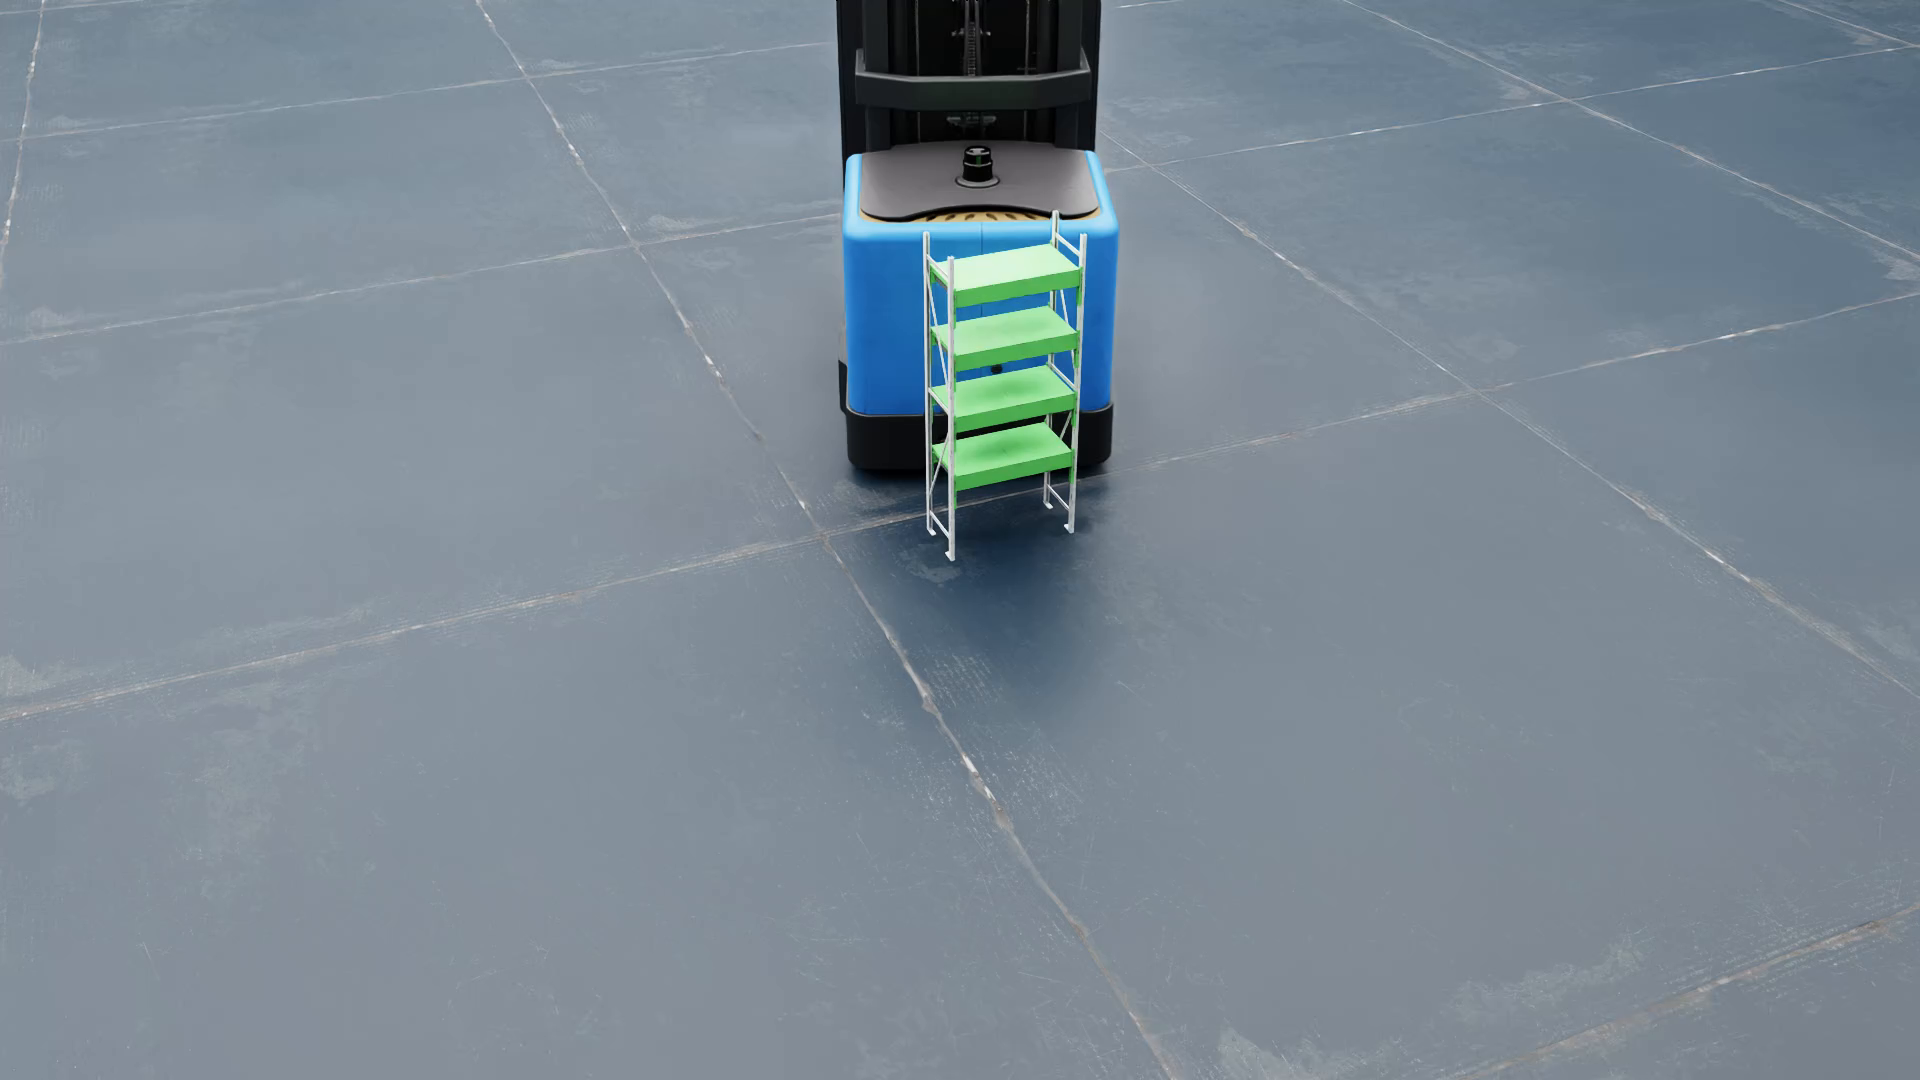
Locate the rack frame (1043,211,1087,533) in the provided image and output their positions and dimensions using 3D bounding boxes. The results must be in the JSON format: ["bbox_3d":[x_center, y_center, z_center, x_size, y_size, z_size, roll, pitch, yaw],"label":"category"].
[{"bbox_3d":[0.378,-0.589,6.056,0.015,1.200,0.240,-13,35,-19],"label":"rack frame"}]

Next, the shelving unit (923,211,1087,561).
[{"bbox_3d":[0.153,-0.538,5.976,0.503,1.200,0.258,-13,35,-19],"label":"shelving unit"}]

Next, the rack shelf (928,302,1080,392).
[{"bbox_3d":[0.153,-0.685,5.880,0.480,0.148,0.258,-13,35,-19],"label":"rack shelf"}]

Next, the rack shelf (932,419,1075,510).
[{"bbox_3d":[0.153,-0.283,6.142,0.480,0.148,0.258,-13,35,-19],"label":"rack shelf"}]

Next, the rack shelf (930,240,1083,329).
[{"bbox_3d":[0.153,-0.887,5.750,0.480,0.148,0.258,-13,35,-19],"label":"rack shelf"}]

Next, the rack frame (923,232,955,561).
[{"bbox_3d":[-0.072,-0.486,5.897,0.015,1.200,0.240,-13,35,-19],"label":"rack frame"}]

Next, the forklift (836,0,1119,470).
[{"bbox_3d":[0.025,-2.277,7.062,1.130,2.935,3.031,-1,33,-2],"label":"forklift"}]

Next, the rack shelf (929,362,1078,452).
[{"bbox_3d":[0.153,-0.484,6.011,0.480,0.148,0.258,-13,35,-19],"label":"rack shelf"}]
